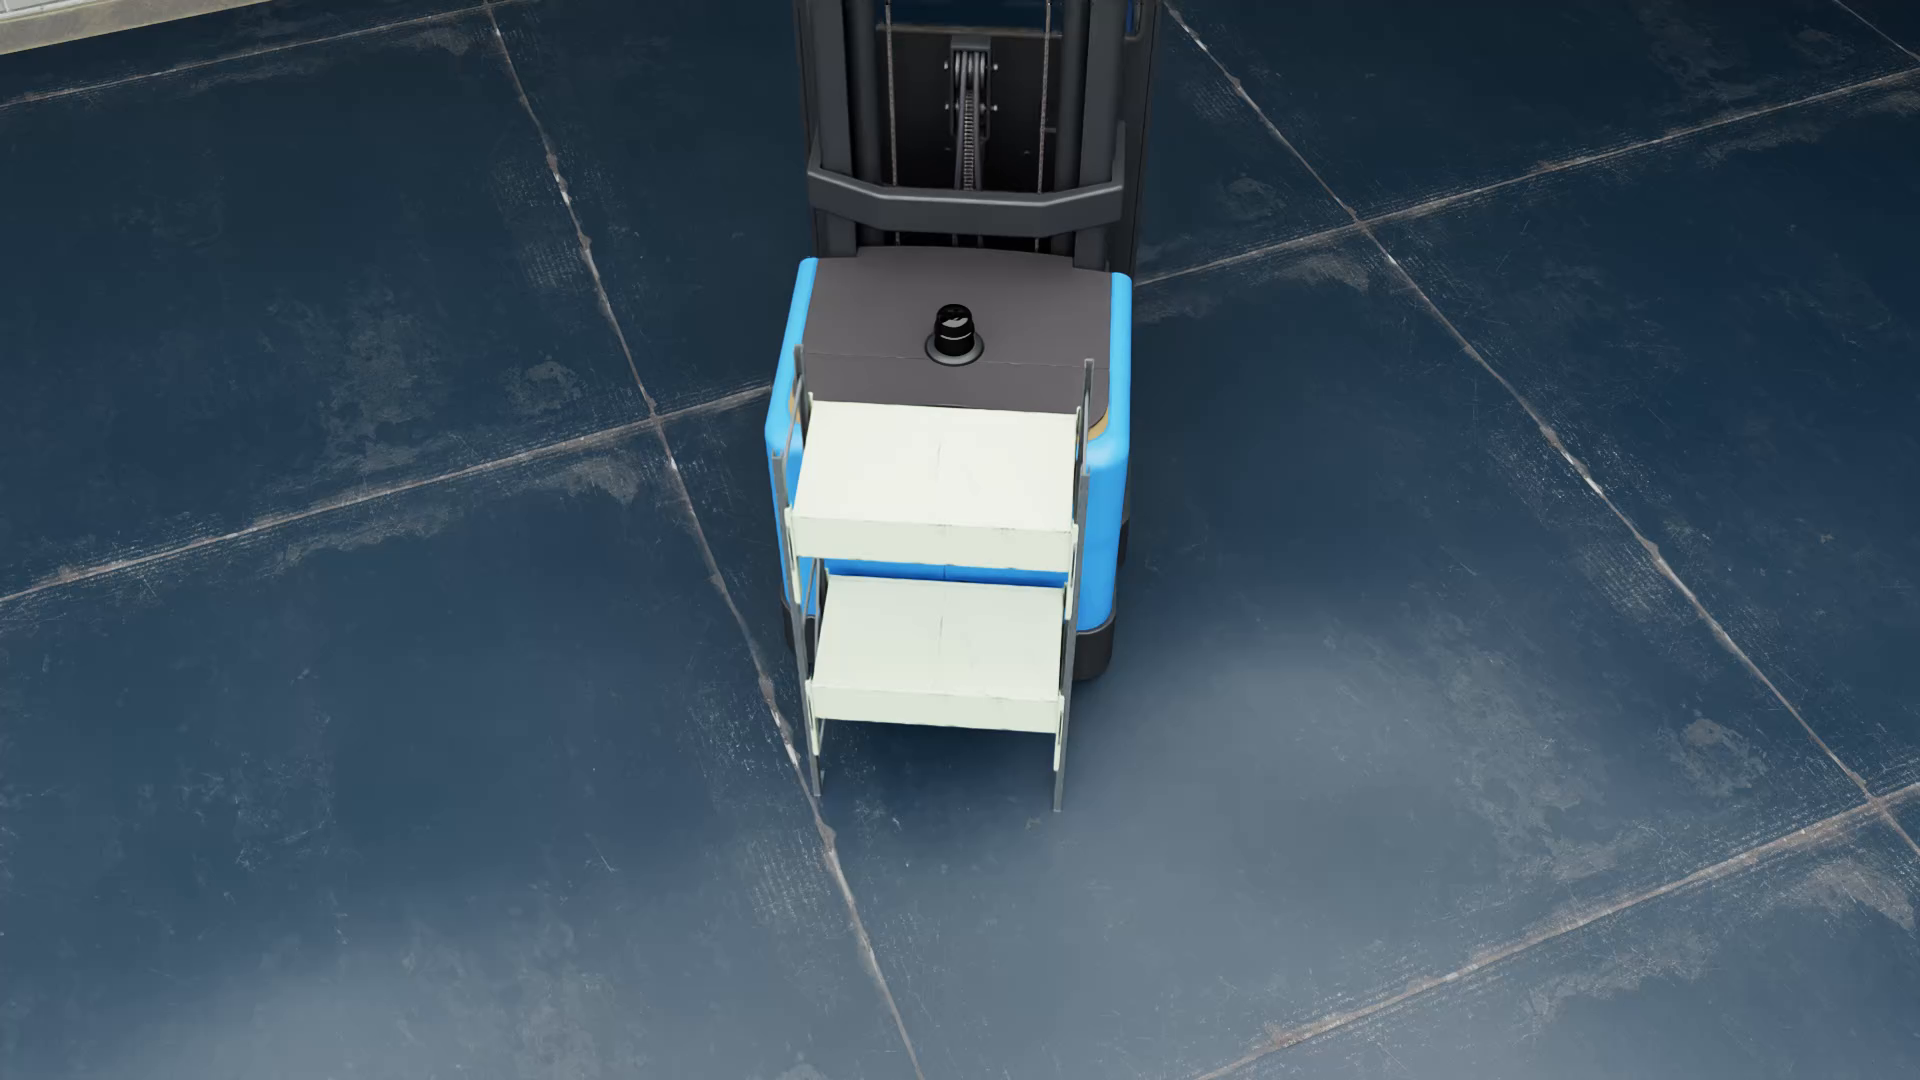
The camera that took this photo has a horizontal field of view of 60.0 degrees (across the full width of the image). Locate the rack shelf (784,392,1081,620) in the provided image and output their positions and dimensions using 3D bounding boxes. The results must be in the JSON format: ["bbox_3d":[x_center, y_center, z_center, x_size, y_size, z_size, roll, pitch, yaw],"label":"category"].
[{"bbox_3d":[-0.056,-0.089,4.323,0.720,0.370,0.431,3,49,3],"label":"rack shelf"}]

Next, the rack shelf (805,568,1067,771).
[{"bbox_3d":[-0.056,0.378,4.867,0.720,0.370,0.431,3,49,3],"label":"rack shelf"}]

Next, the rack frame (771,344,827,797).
[{"bbox_3d":[-0.421,0.144,4.637,0.023,1.500,0.400,3,49,3],"label":"rack frame"}]

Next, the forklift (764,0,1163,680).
[{"bbox_3d":[0.068,-1.634,5.221,1.130,2.935,3.031,3,49,3],"label":"forklift"}]

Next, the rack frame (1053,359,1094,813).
[{"bbox_3d":[0.309,0.186,4.601,0.023,1.500,0.400,3,49,3],"label":"rack frame"}]

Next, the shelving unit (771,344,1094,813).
[{"bbox_3d":[-0.056,0.165,4.619,0.755,1.500,0.431,3,49,3],"label":"shelving unit"}]
